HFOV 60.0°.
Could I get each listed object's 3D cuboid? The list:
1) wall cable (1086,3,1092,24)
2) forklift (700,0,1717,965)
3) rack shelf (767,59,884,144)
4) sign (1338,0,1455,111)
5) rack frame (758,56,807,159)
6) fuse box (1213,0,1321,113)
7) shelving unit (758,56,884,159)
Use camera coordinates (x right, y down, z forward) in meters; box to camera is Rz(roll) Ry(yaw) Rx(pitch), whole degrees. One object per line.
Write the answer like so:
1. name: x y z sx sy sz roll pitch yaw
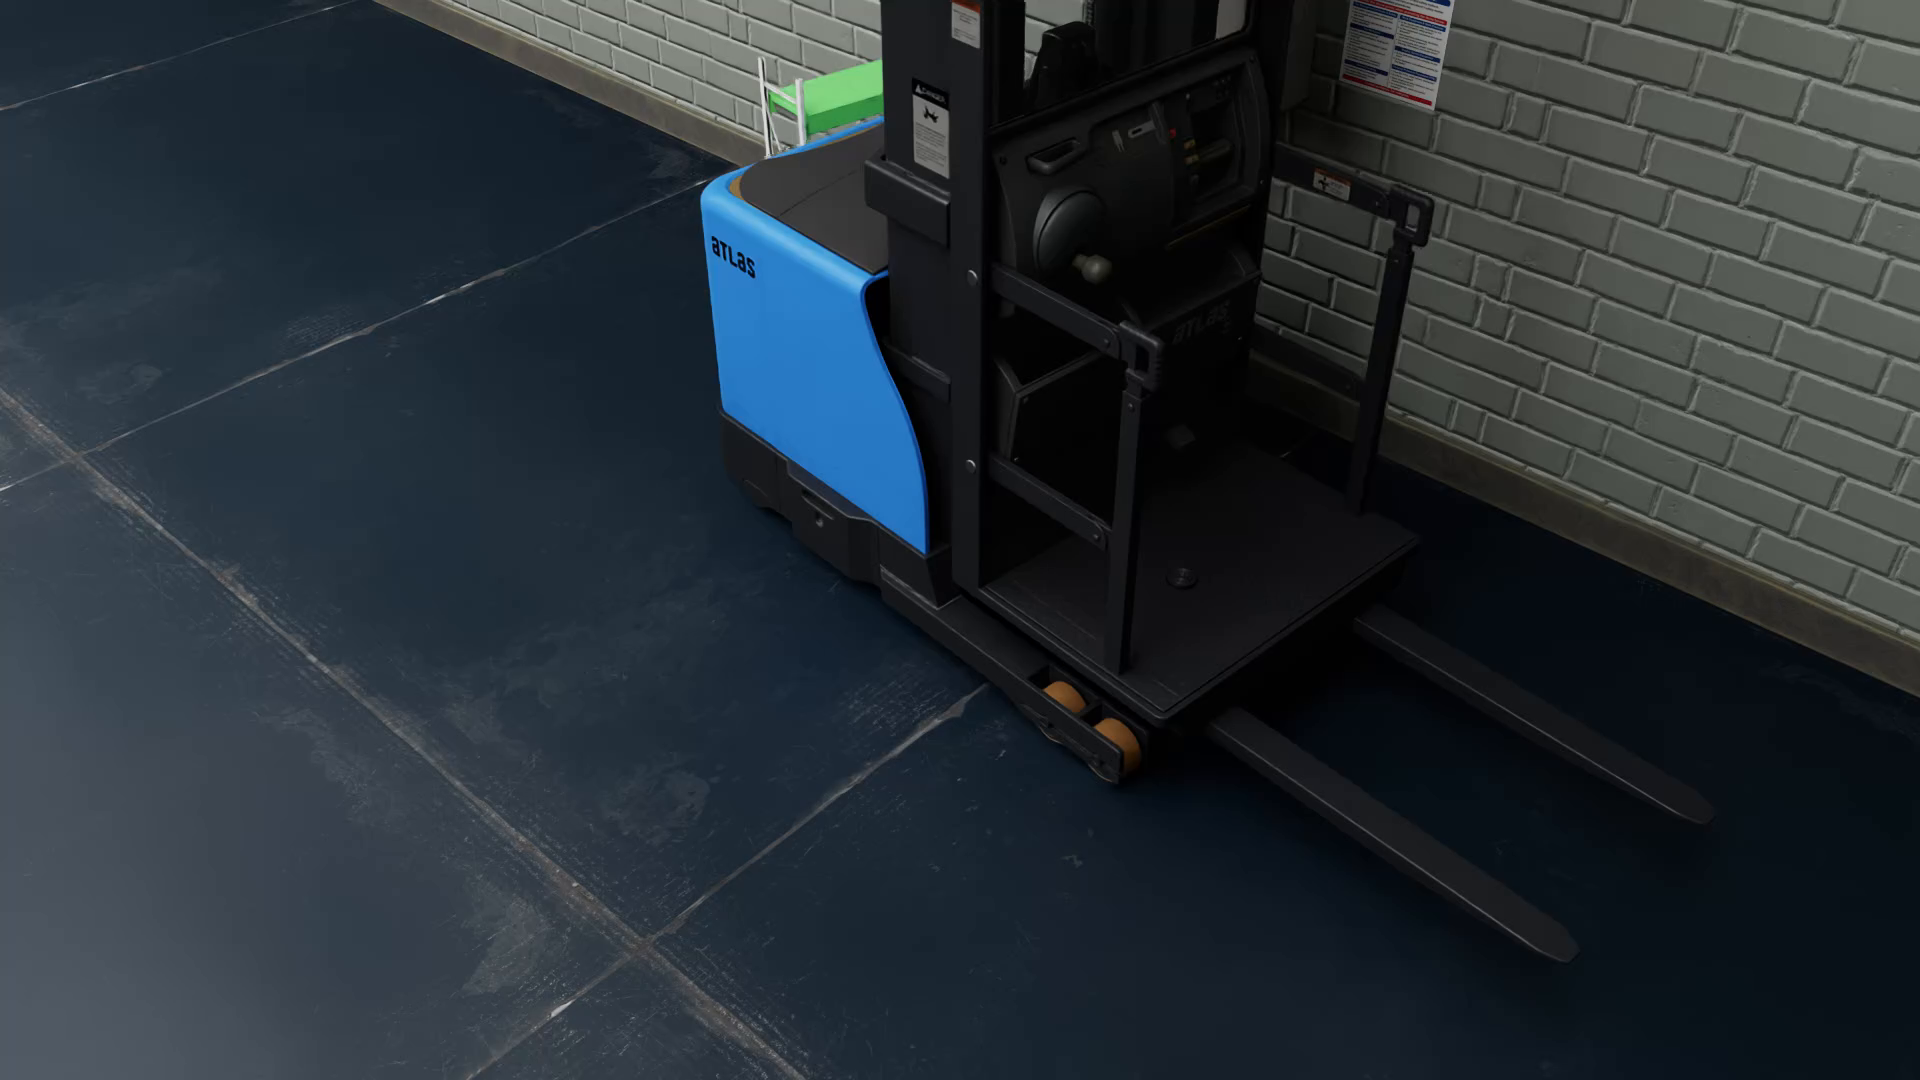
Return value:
1. wall cable: 0.375 -2.435 5.085 0.588 1.984 0.122 30 47 32
2. forklift: 0.586 -0.865 3.983 1.130 2.935 3.031 -29 47 -32
3. rack shelf: -0.361 -1.409 5.384 0.480 0.148 0.258 -25 44 -28
4. sign: 1.277 -1.529 4.839 0.329 0.494 0.001 30 47 32
5. rack frame: -0.551 -0.987 5.523 0.015 1.200 0.240 -25 44 -28
6. fuse box: 0.773 -1.174 5.351 0.539 1.711 0.414 30 47 32
7. shelving unit: -0.356 -1.079 5.638 0.503 1.200 0.258 -25 44 -28
